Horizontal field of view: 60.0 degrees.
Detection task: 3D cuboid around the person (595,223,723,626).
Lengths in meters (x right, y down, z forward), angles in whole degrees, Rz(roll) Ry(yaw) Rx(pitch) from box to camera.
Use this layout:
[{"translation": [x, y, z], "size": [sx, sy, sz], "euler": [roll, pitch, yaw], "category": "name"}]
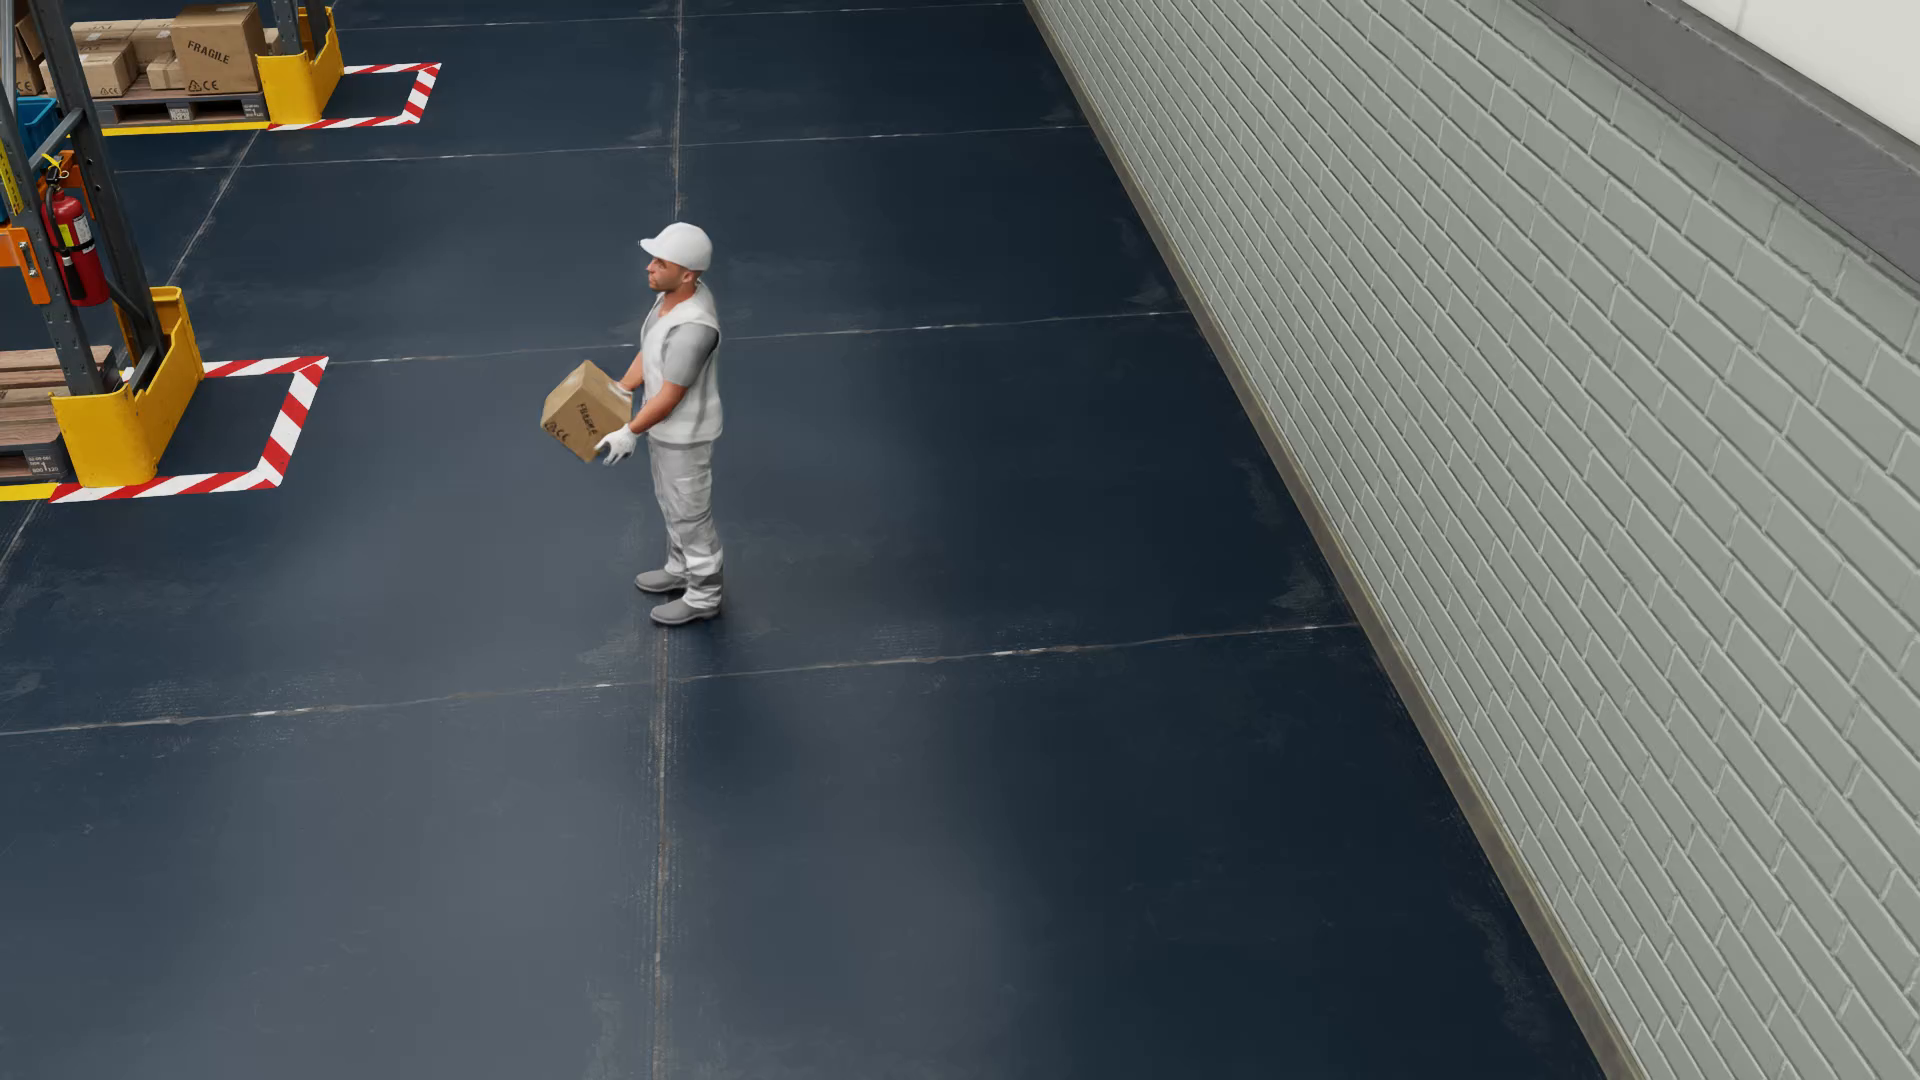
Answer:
[{"translation": [-1.214, -0.439, 6.758], "size": [0.546, 1.793, 0.527], "euler": [-9, 36, -13], "category": "person"}]
